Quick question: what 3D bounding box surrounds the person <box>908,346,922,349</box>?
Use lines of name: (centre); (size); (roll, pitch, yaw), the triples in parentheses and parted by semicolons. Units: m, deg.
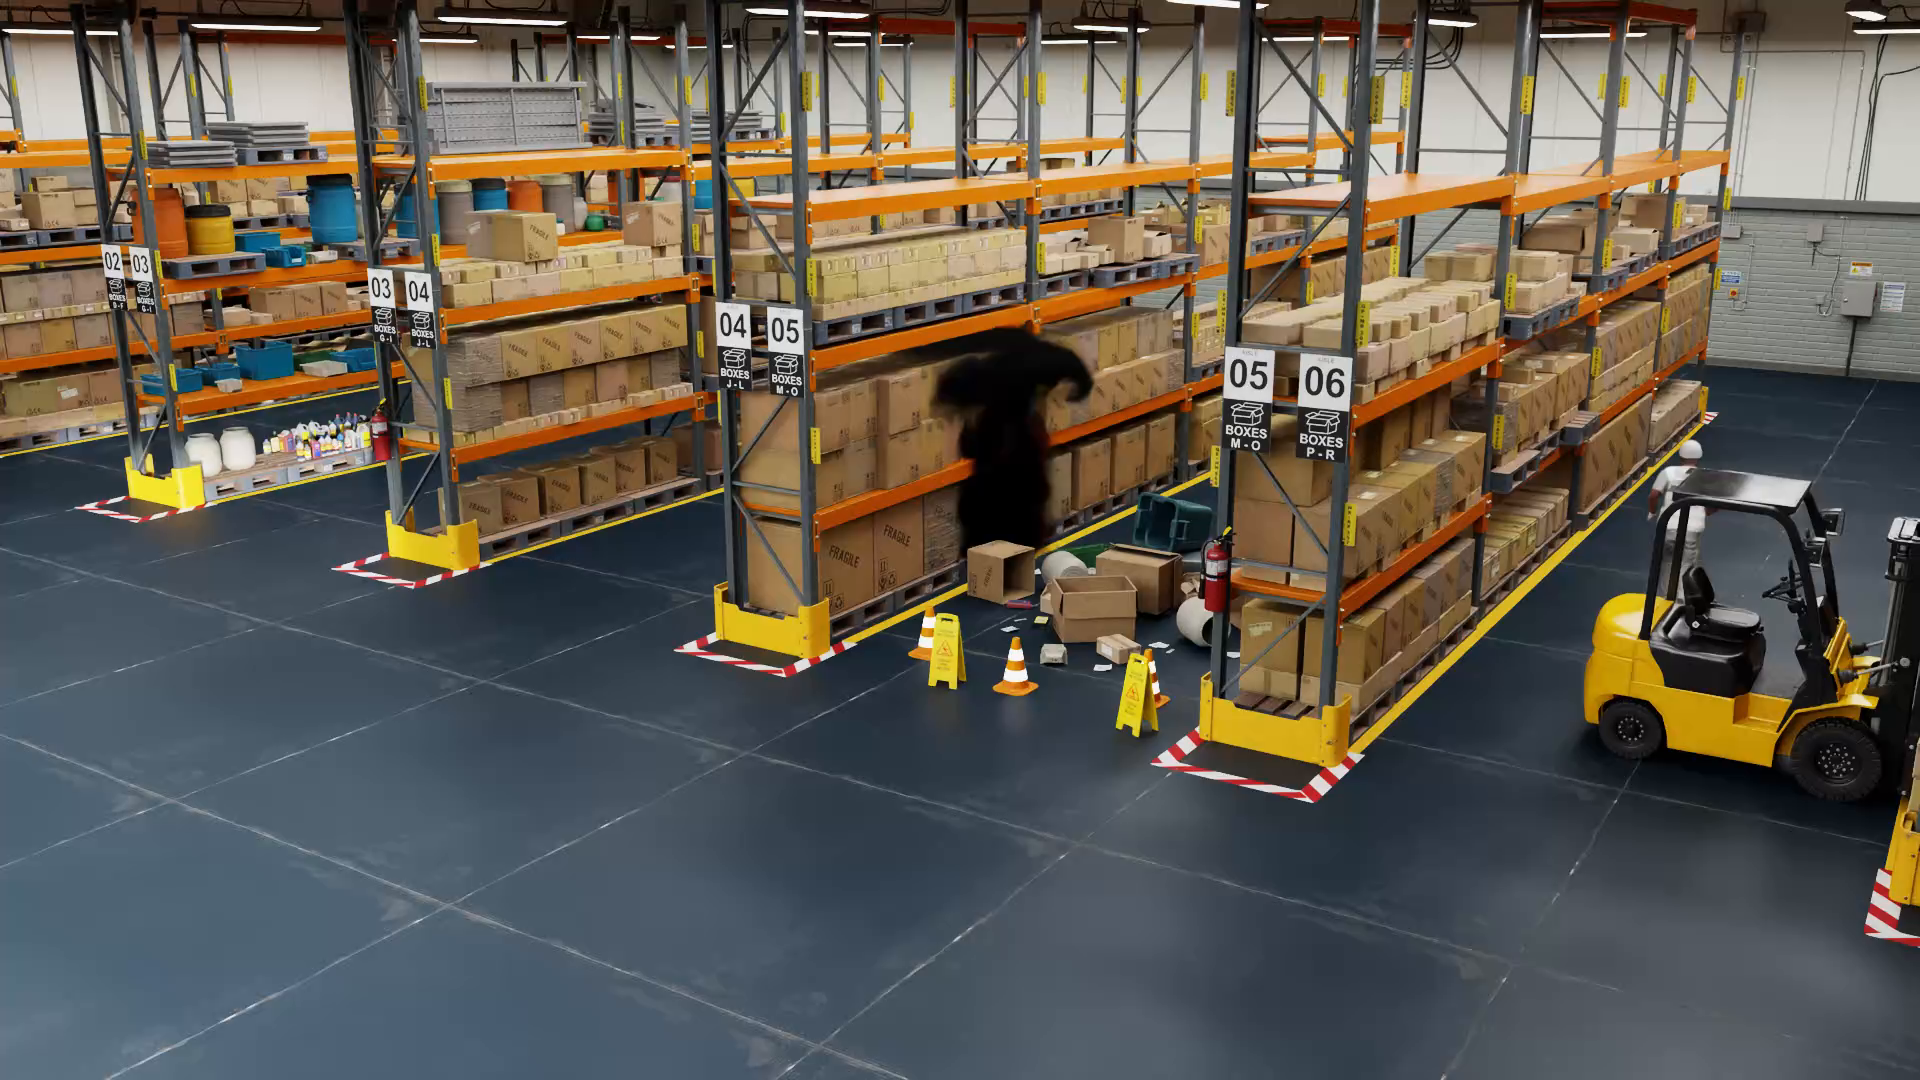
person: (-0.719, -2.002, 22.153); (0.685, 1.733, 0.754); (9, 18, 29)

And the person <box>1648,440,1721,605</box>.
person: (7.111, -0.096, 16.358); (0.683, 1.731, 0.793); (7, 17, 23)
